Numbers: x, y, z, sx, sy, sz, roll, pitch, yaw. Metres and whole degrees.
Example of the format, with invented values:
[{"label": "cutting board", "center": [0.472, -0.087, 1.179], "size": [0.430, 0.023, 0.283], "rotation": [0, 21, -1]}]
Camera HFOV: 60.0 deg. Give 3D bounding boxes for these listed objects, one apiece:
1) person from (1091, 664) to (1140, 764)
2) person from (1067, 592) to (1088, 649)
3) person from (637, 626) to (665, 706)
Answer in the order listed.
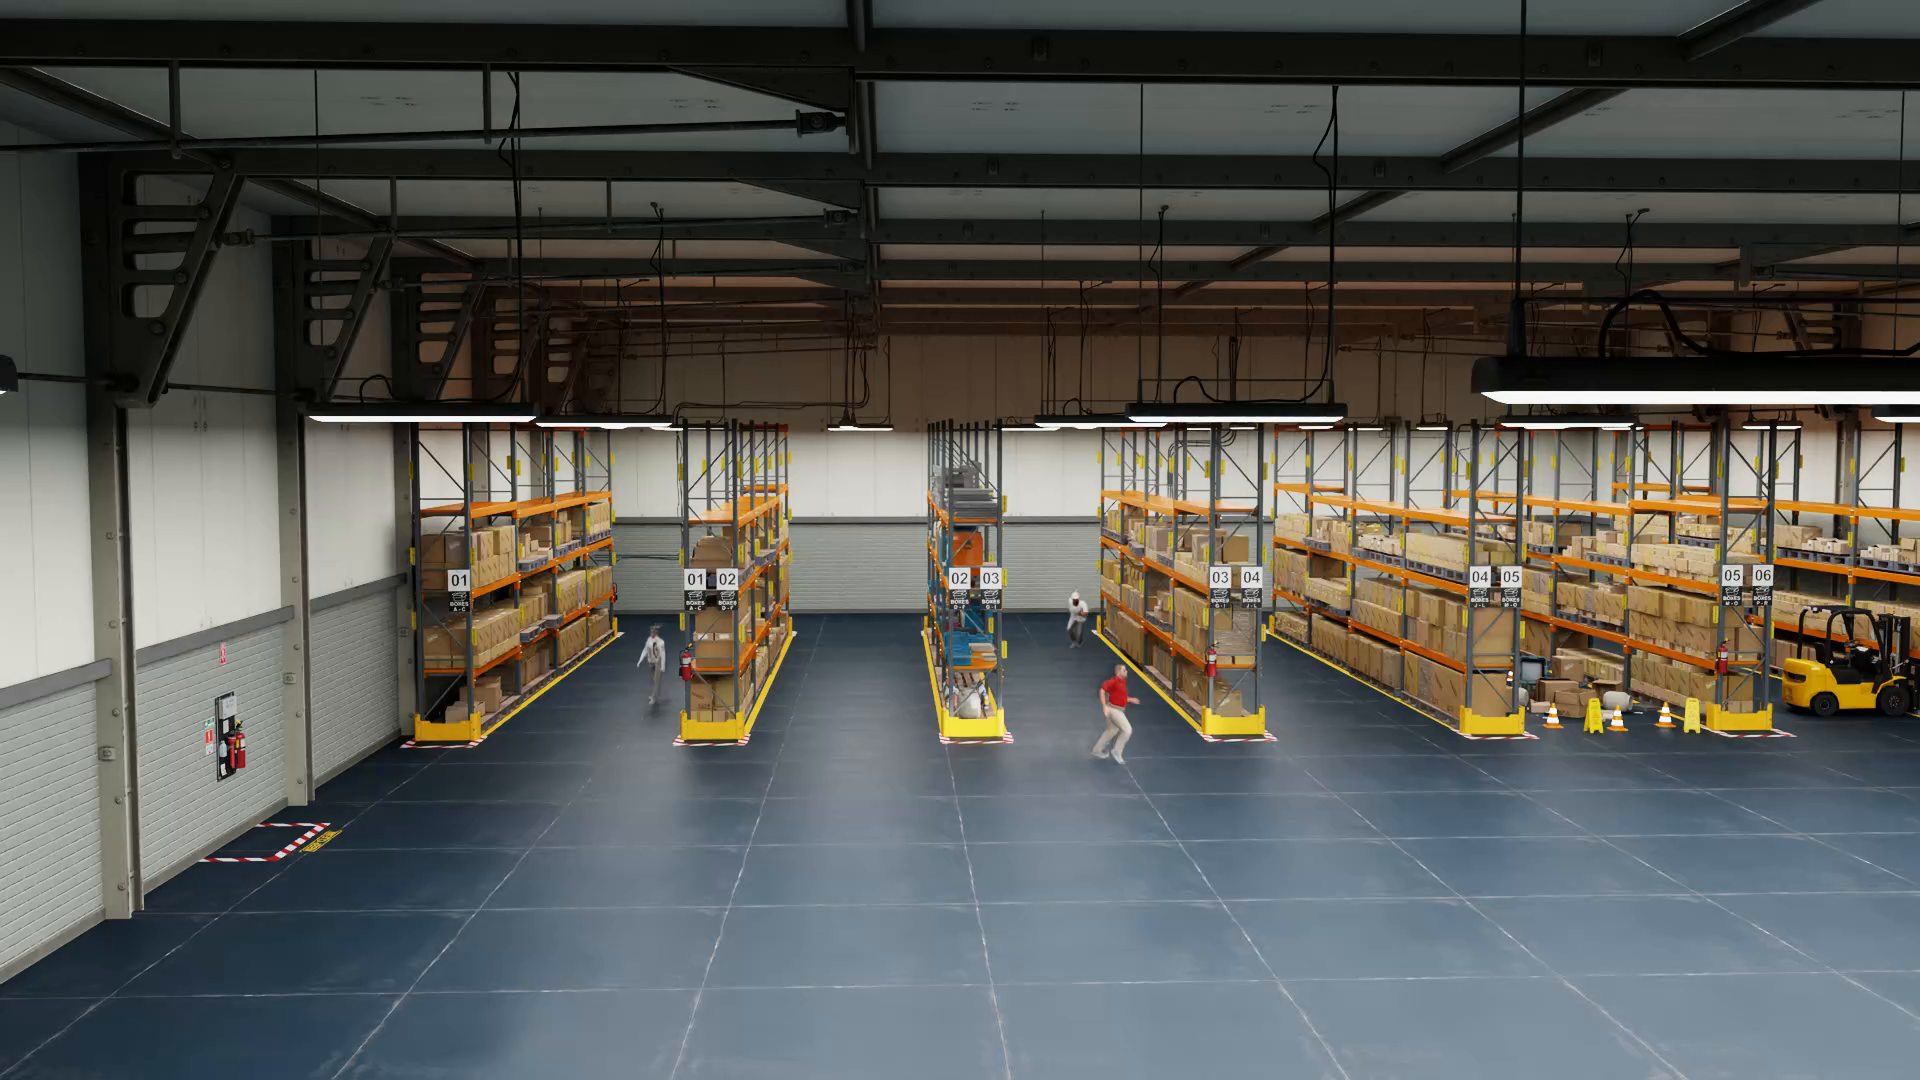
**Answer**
[{"label": "person", "center": [2.703, 3.037, 28.985], "size": [0.858, 1.751, 0.597], "rotation": [1, 4, 17]}, {"label": "person", "center": [3.120, 2.110, 43.954], "size": [0.707, 1.536, 1.104], "rotation": [2, 4, 23]}, {"label": "person", "center": [-6.530, 2.642, 35.395], "size": [0.662, 1.657, 0.745], "rotation": [2, 4, 32]}]
